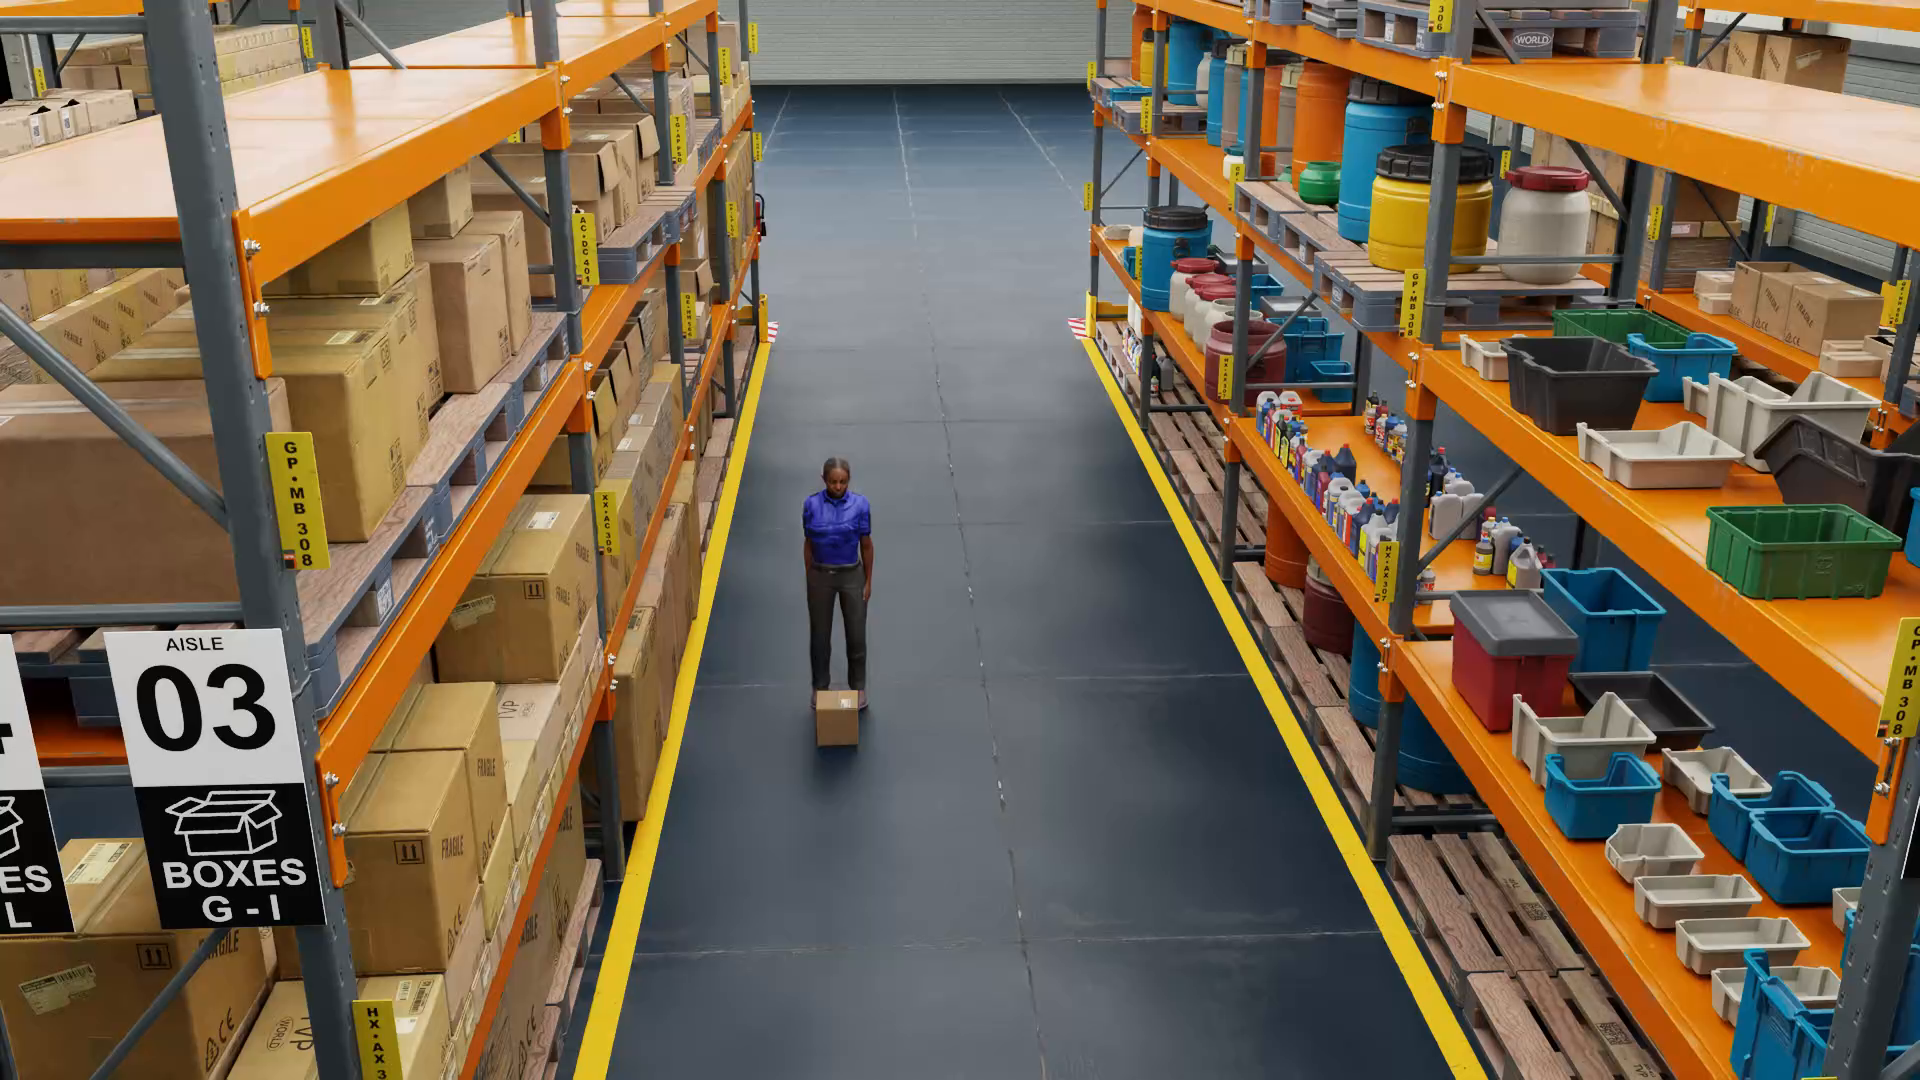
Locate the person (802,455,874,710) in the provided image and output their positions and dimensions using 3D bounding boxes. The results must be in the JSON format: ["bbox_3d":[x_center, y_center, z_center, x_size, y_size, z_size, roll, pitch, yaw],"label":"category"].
[{"bbox_3d":[-0.754,0.277,10.396,0.438,1.626,0.300,-1,21,-2],"label":"person"}]
